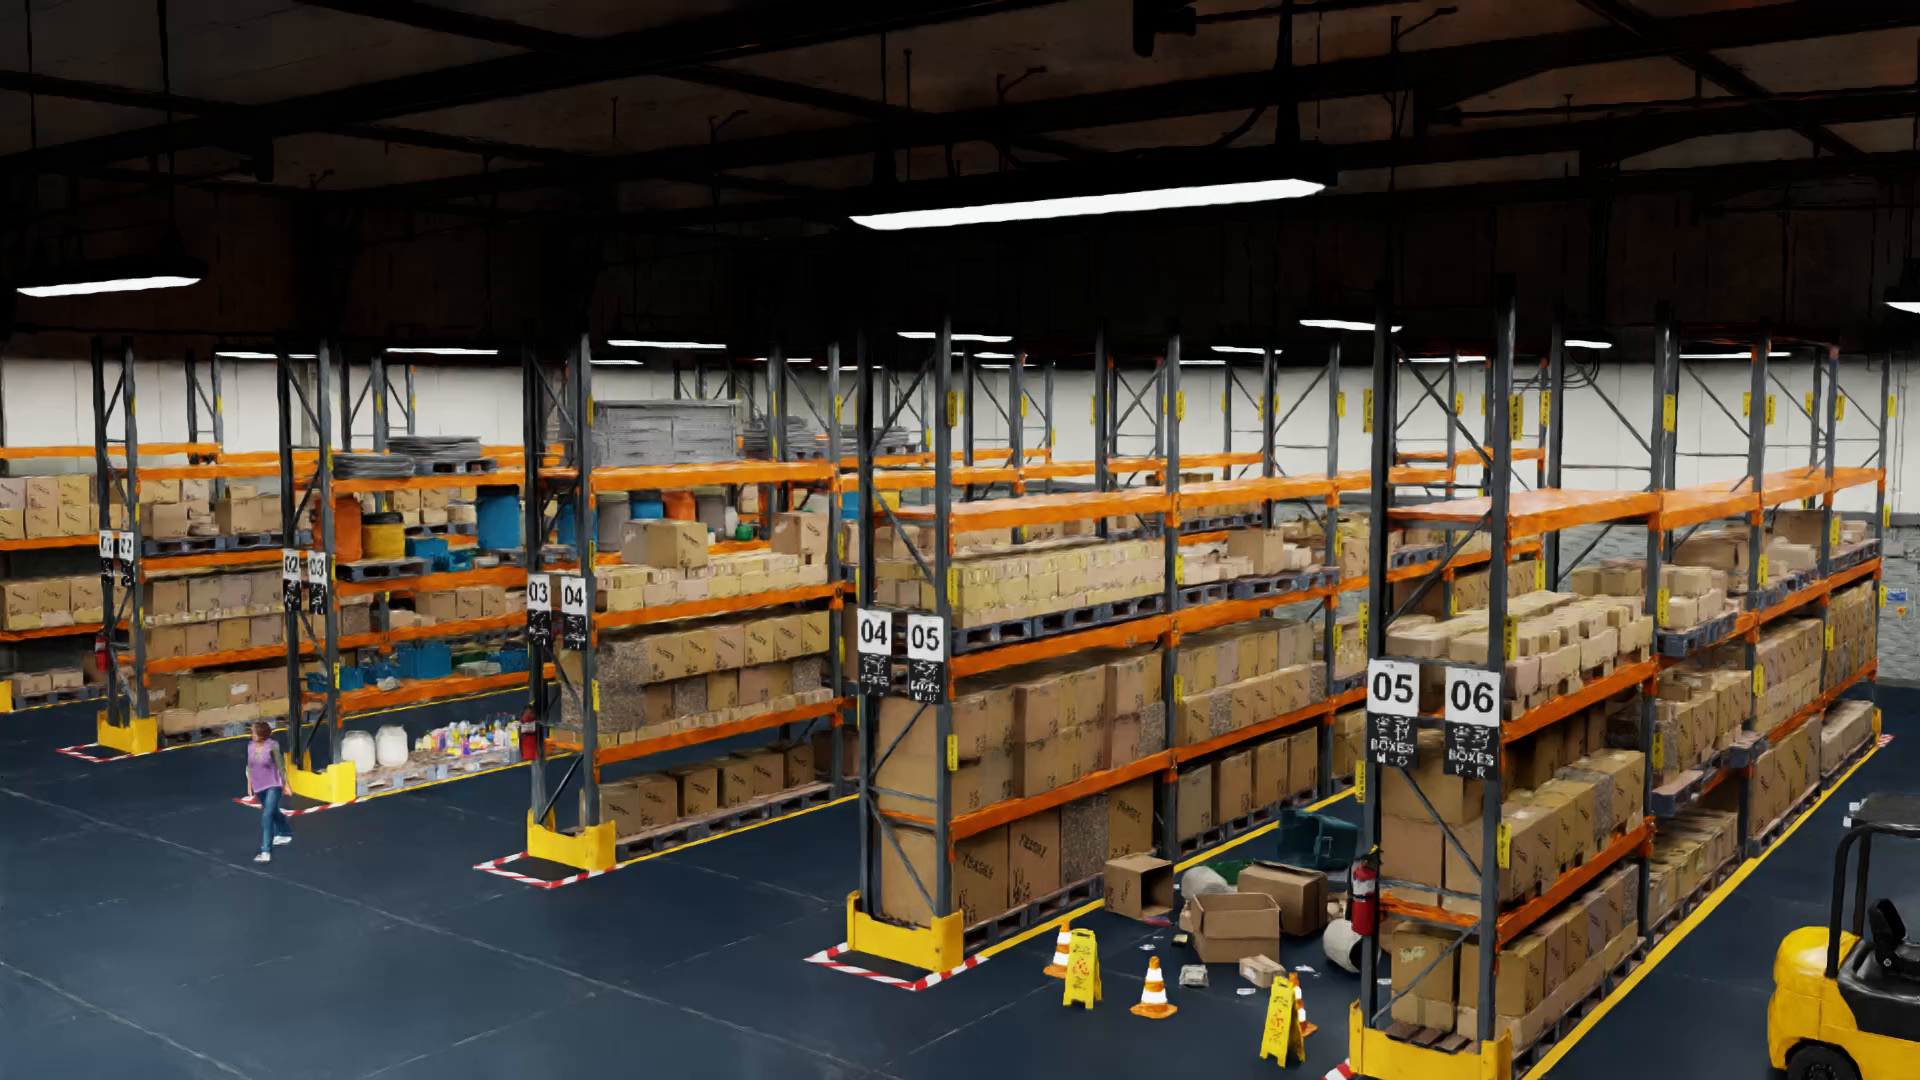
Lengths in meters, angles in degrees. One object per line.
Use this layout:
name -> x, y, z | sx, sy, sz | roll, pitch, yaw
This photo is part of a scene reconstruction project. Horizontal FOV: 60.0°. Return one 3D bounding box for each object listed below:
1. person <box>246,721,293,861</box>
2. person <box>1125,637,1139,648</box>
person -> -7.778, 2.770, 18.675 | 0.453, 1.537, 0.880 | 1, 5, 15
person -> 2.522, 2.190, 24.220 | 0.598, 1.693, 1.194 | 4, 6, 40
